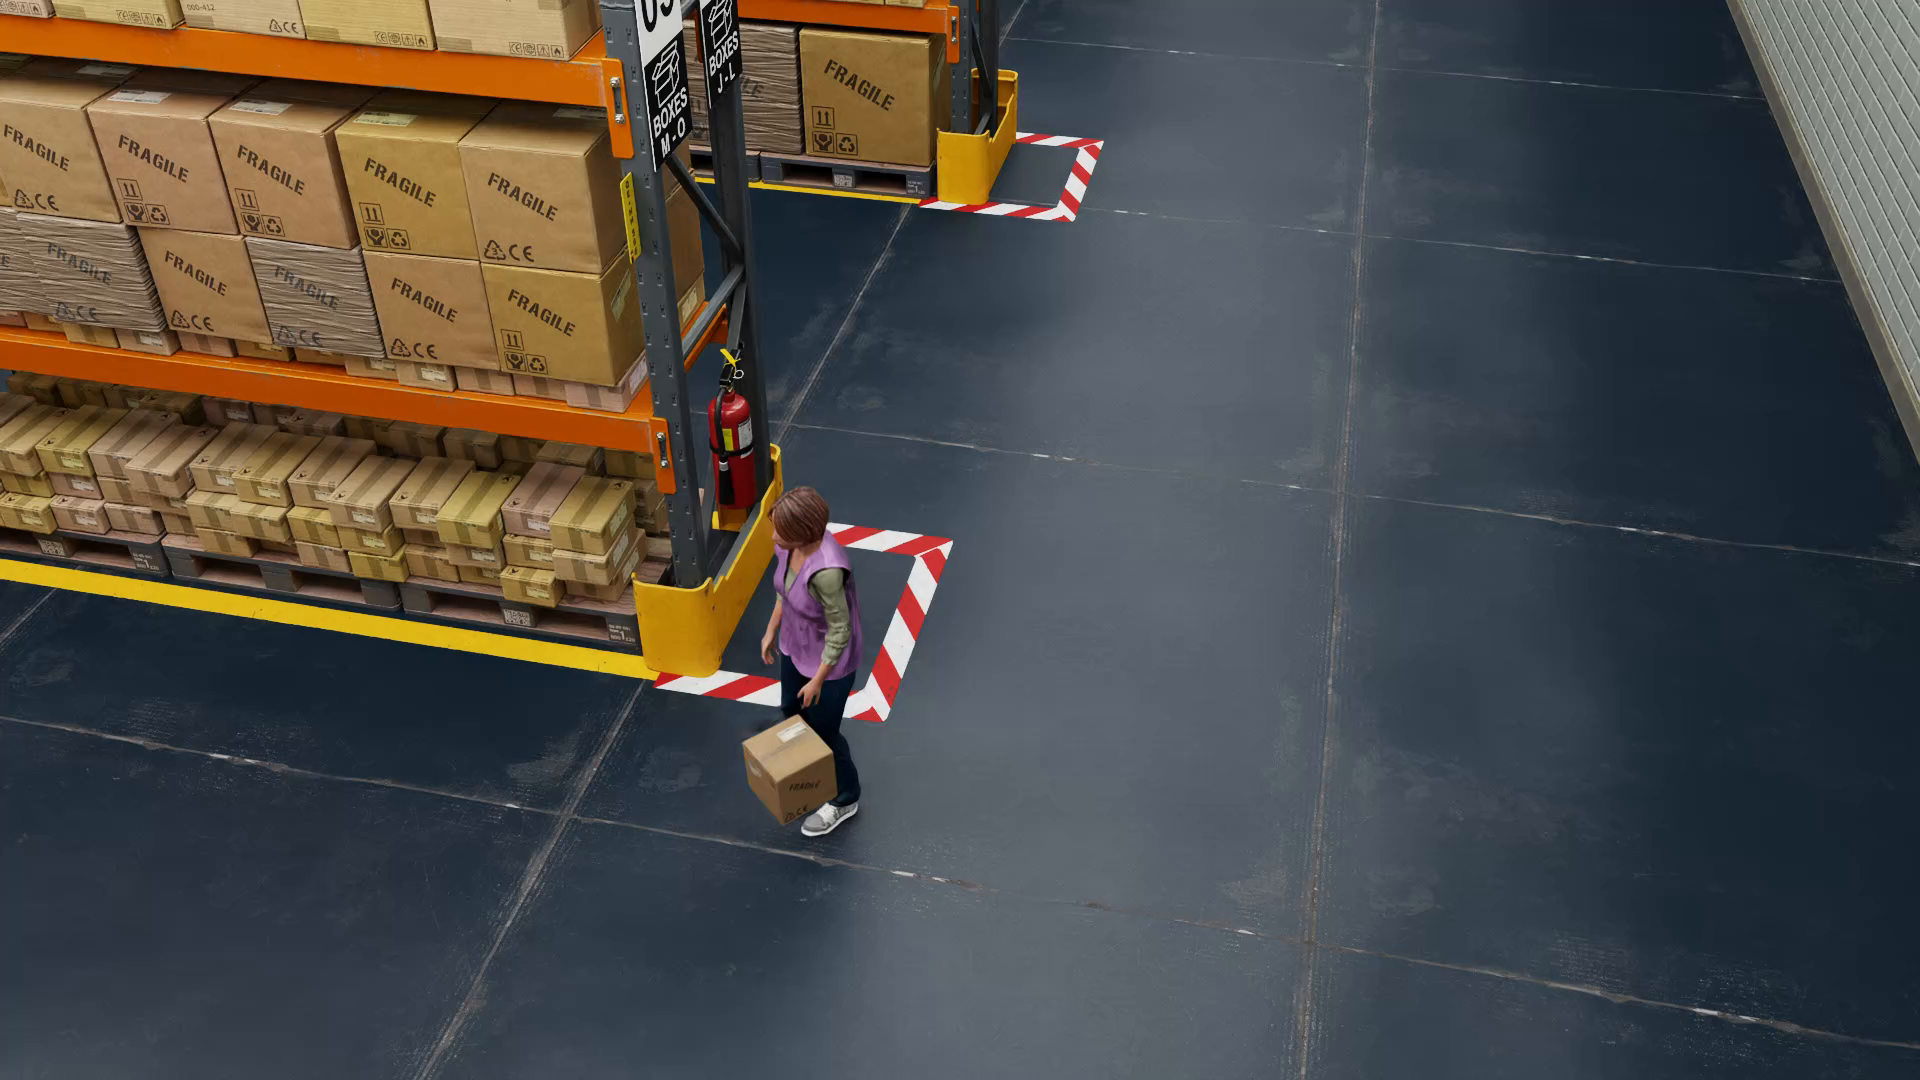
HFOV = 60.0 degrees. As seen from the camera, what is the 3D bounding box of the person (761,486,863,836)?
[{"bbox_3d":[-0.557,0.450,6.371,0.336,1.599,0.450,-21,42,-26],"label":"person"}]
